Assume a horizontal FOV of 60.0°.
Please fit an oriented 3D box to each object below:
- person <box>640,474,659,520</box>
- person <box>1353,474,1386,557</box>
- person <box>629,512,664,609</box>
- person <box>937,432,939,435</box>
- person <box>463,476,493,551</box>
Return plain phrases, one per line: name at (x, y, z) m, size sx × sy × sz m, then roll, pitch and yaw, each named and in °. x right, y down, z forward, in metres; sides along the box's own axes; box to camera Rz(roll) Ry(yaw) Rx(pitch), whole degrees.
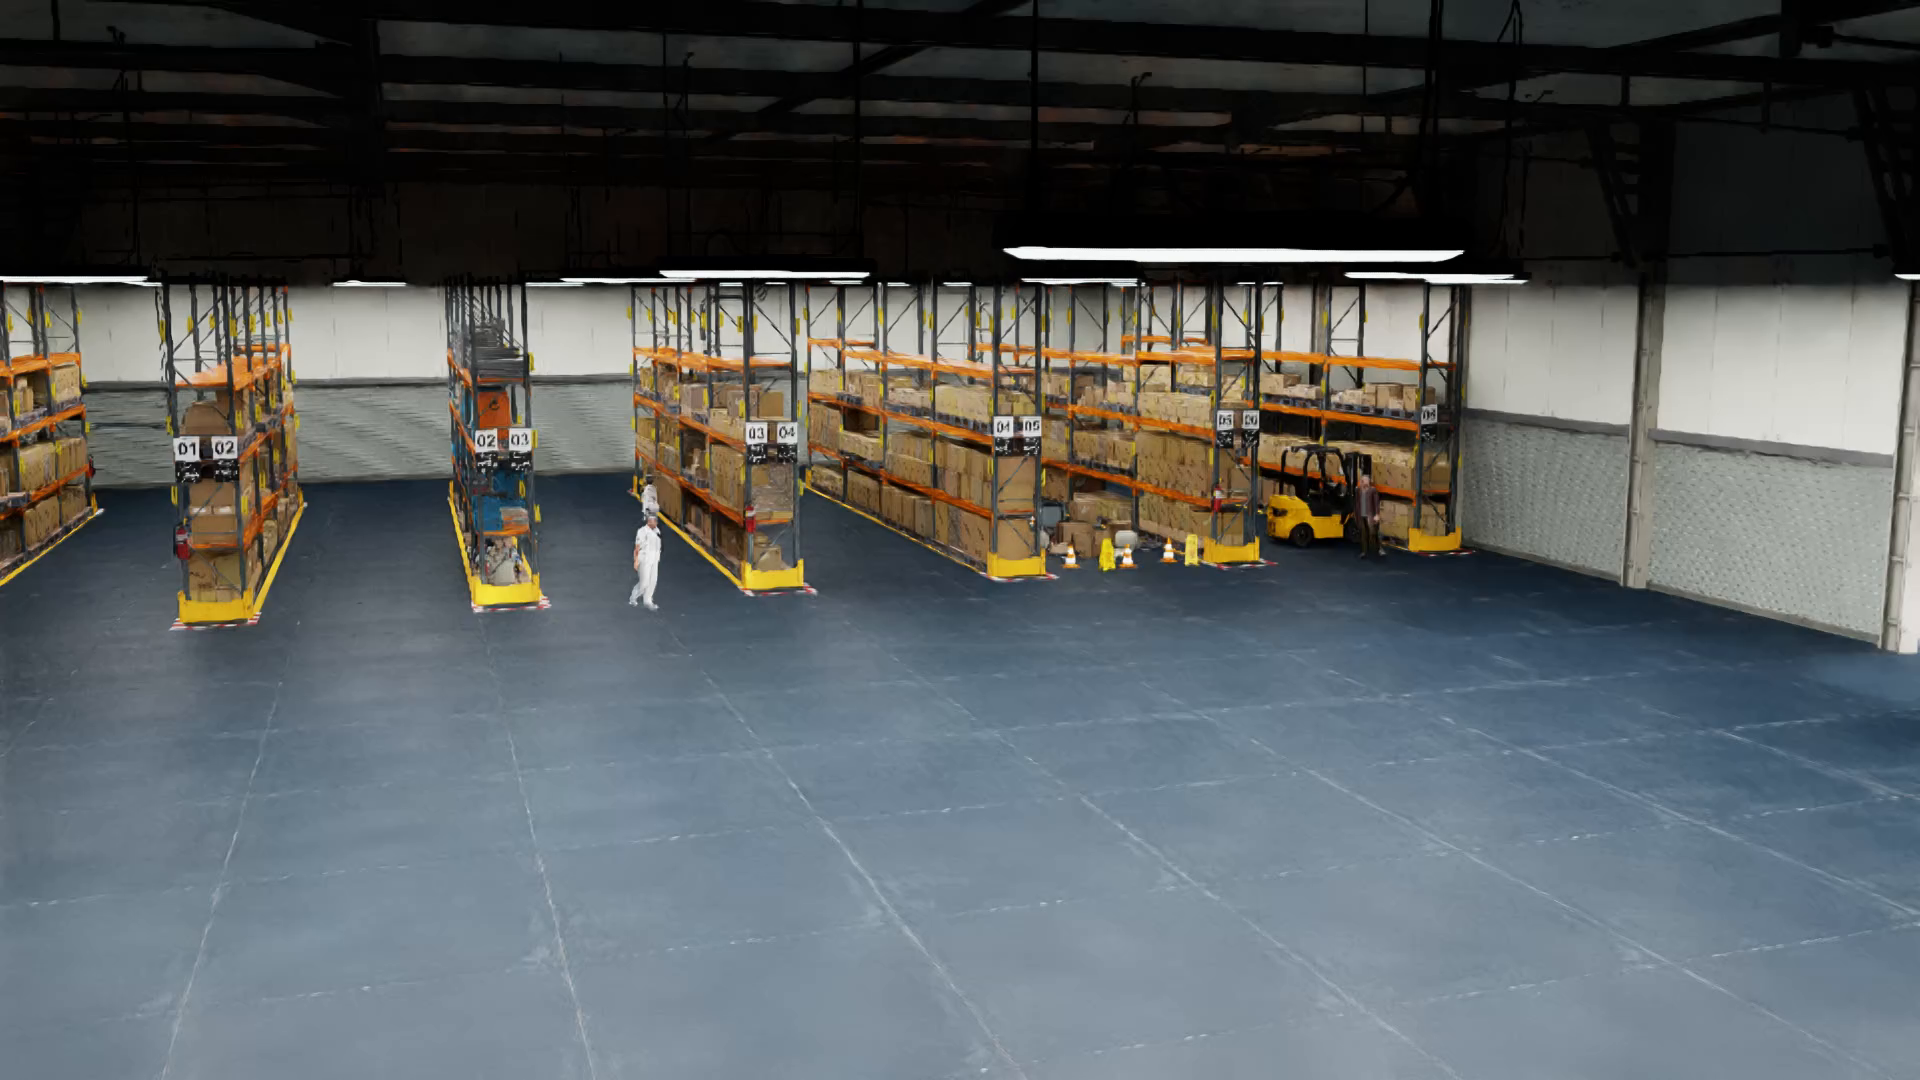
person at (-6.832, -0.623, 36.582) m, size 0.544 × 1.667 × 0.573 m, roll 2°, pitch 9°, yaw 13°
person at (8.747, -0.521, 35.570) m, size 0.747 × 1.771 × 0.510 m, roll 6°, pitch 11°, yaw 37°
person at (-5.670, 0.358, 29.937) m, size 0.560 × 1.752 × 0.596 m, roll 6°, pitch 10°, yaw 34°
person at (-0.714, -2.159, 46.418) m, size 0.585 × 1.763 × 0.682 m, roll 1°, pitch 9°, yaw 4°
person at (-10.162, -0.549, 34.979) m, size 0.562 × 1.586 × 0.578 m, roll -5°, pitch 10°, yaw -31°
